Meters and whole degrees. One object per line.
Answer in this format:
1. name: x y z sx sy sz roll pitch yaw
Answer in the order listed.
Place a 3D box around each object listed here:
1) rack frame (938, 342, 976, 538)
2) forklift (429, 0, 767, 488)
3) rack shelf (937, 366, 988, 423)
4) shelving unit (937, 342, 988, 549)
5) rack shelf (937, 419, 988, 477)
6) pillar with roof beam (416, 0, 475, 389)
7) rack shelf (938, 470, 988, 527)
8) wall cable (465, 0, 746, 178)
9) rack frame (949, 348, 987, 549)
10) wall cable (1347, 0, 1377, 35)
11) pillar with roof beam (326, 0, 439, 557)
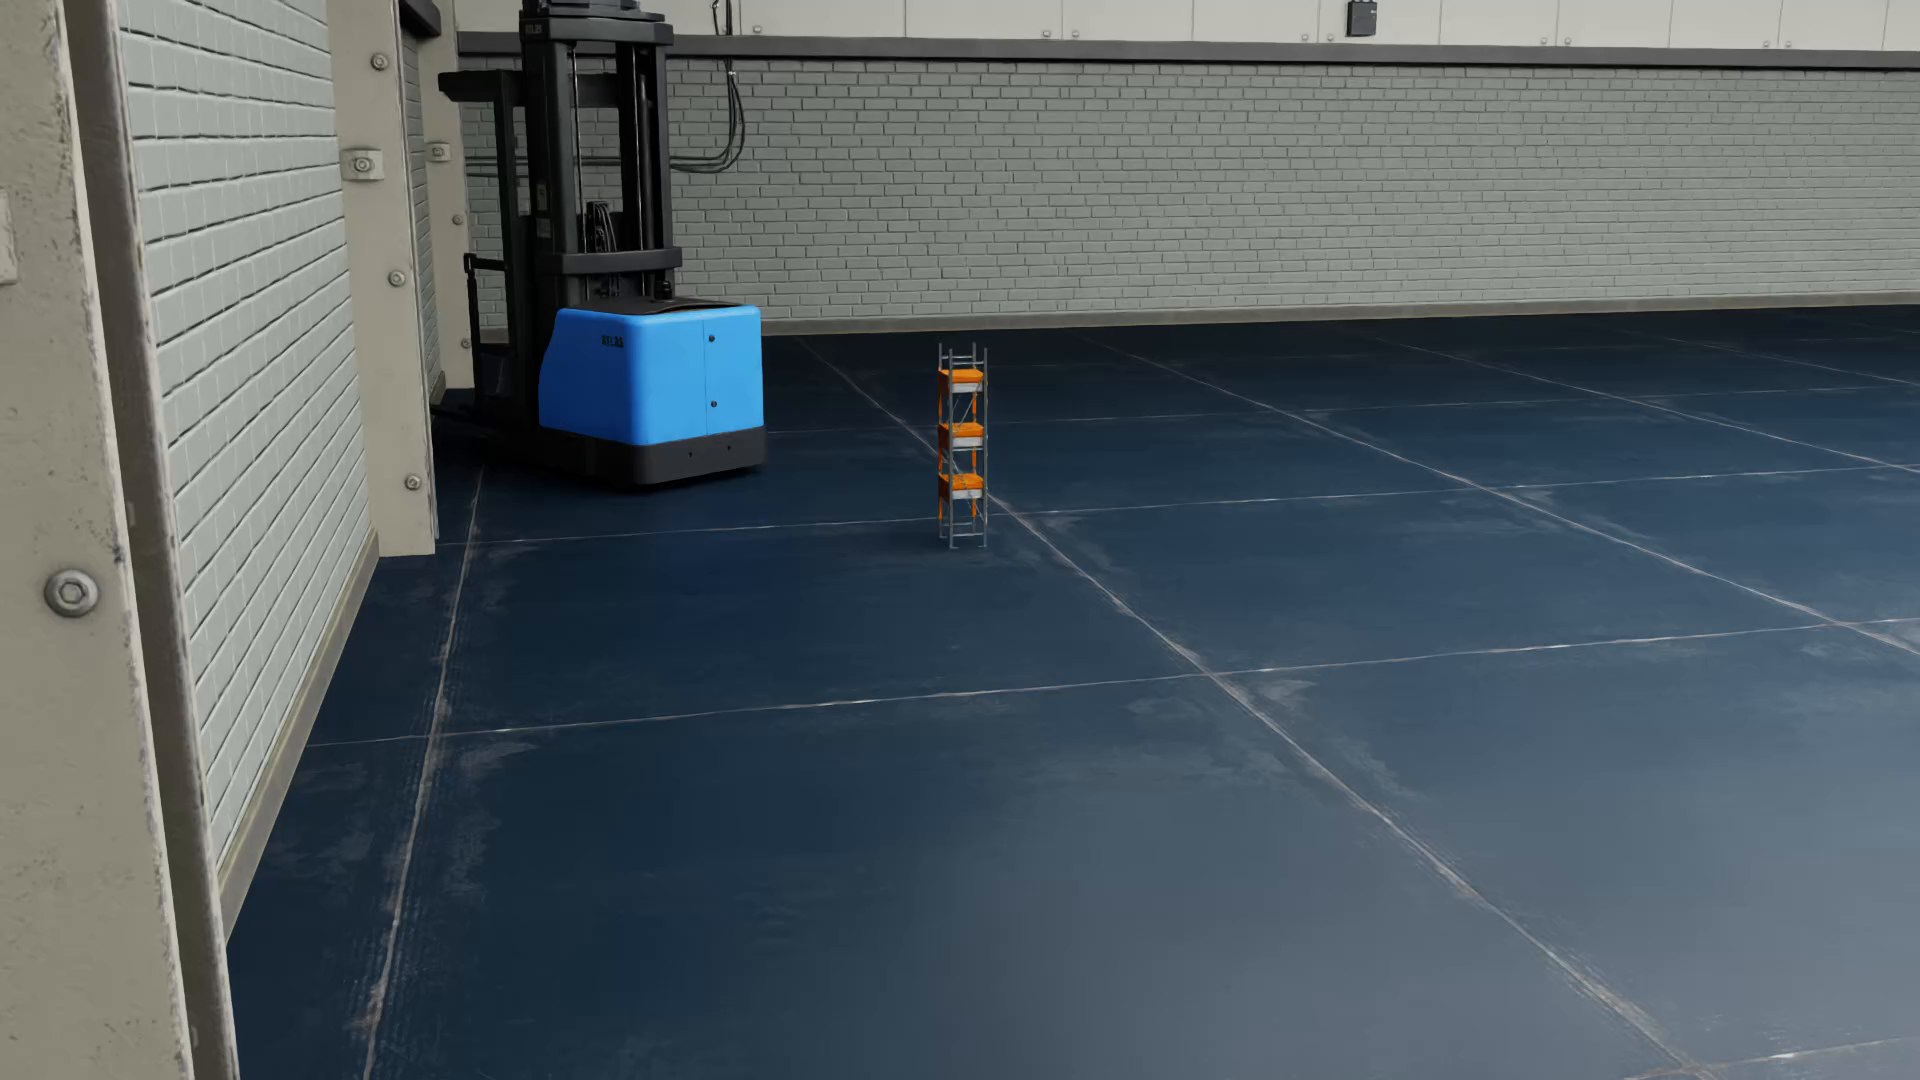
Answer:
1. rack frame: -0.016 -0.526 8.867 0.200 1.050 0.008 -3 14 -13
2. forklift: -2.661 -2.010 10.979 3.031 2.935 1.130 12 18 41
3. rack shelf: 0.013 -0.763 8.687 0.215 0.259 0.240 -3 14 -13
4. shelving unit: 0.013 -0.498 8.752 0.215 1.050 0.252 -3 14 -13
5. rack shelf: 0.013 -0.487 8.754 0.215 0.259 0.240 -3 14 -13
6. pillar with roof beam: -0.150 -5.961 14.365 9.100 9.000 0.400 -3 14 -13
7. rack shelf: 0.013 -0.217 8.820 0.215 0.259 0.240 -3 14 -13
8. wall cable: -3.741 -4.966 16.834 3.097 2.526 0.112 -3 14 -13
9. rack frame: 0.041 -0.470 8.637 0.200 1.050 0.008 -3 14 -13
10. wall cable: 5.491 -8.652 18.213 2.305 6.003 0.169 -3 14 -13
11. pillar with roof beam: 1.260 -4.577 8.699 9.100 9.000 0.400 -3 14 -13
